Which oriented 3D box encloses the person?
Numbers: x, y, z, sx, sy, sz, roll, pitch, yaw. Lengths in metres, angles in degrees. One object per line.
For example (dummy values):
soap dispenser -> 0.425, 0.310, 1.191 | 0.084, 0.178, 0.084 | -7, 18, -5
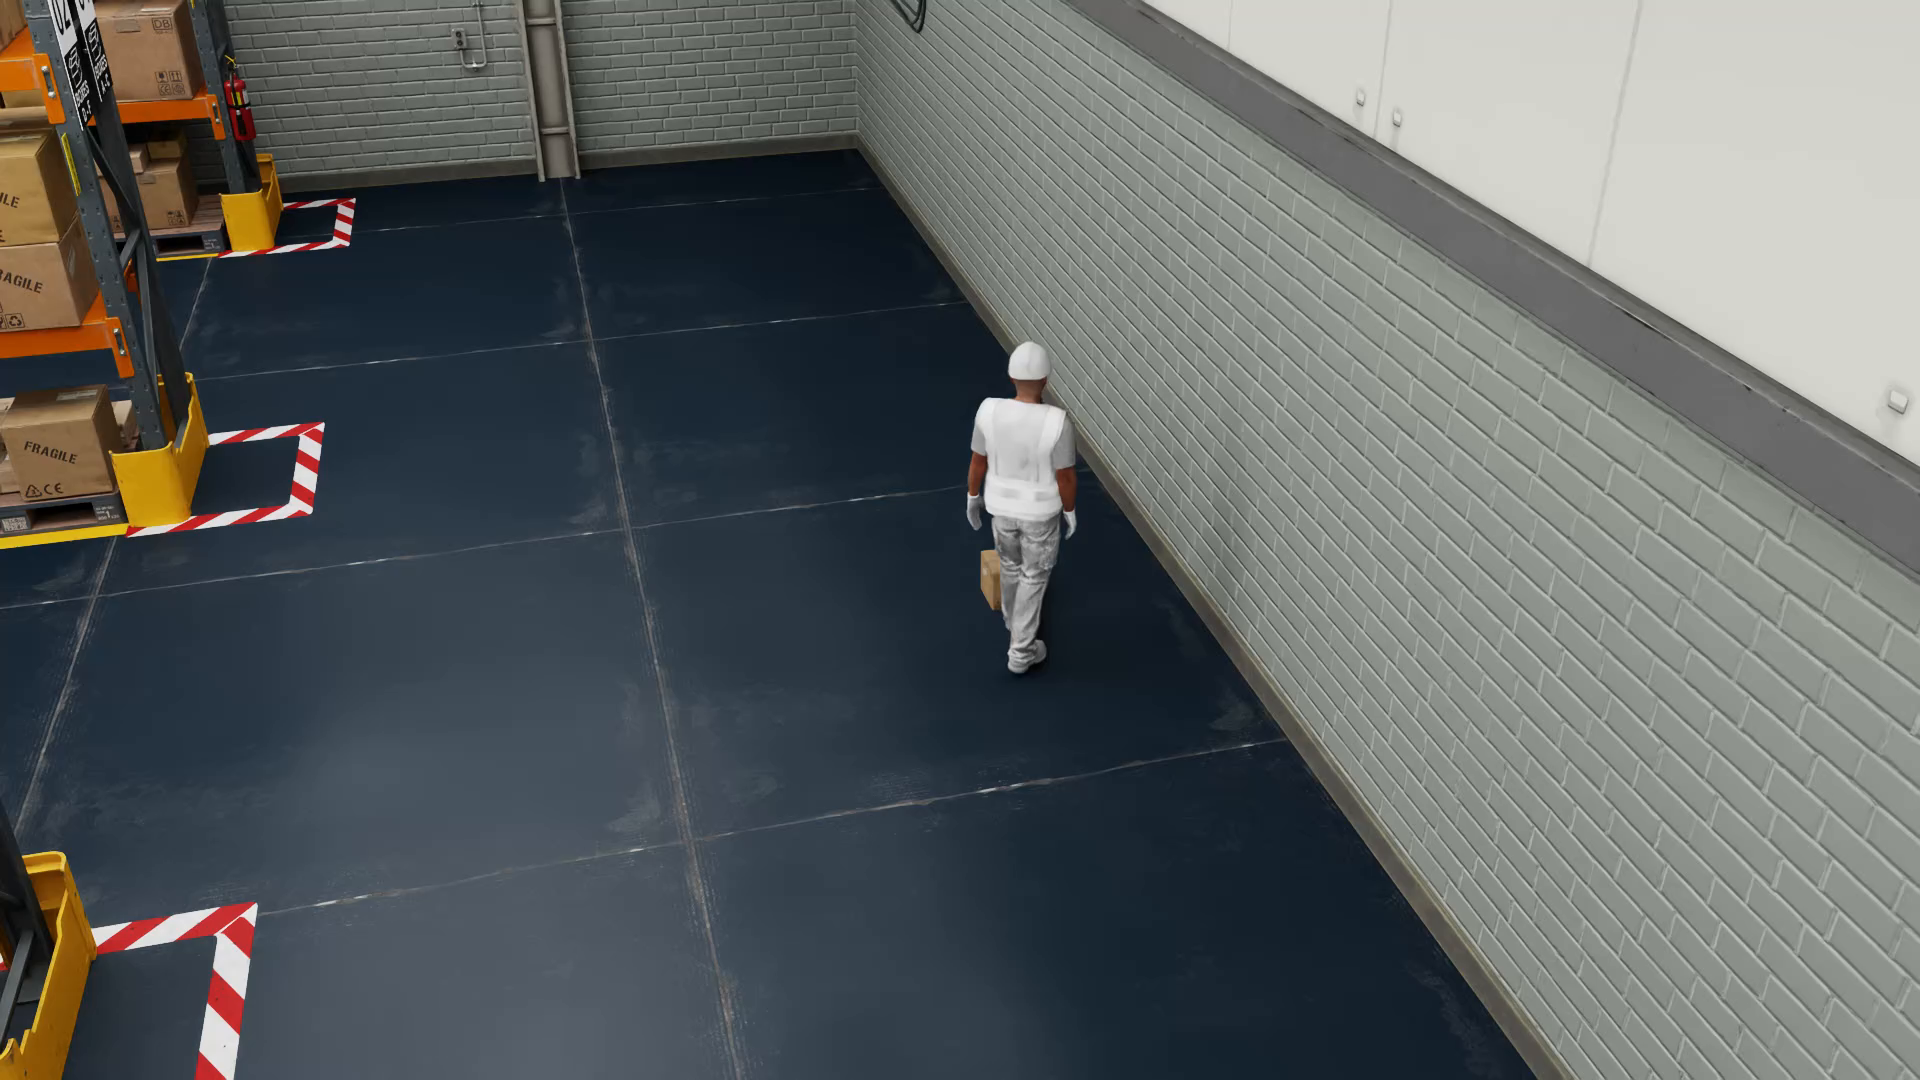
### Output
person -> 0.345, -0.204, 8.564 | 0.574, 1.787, 0.612 | 11, 32, 19
